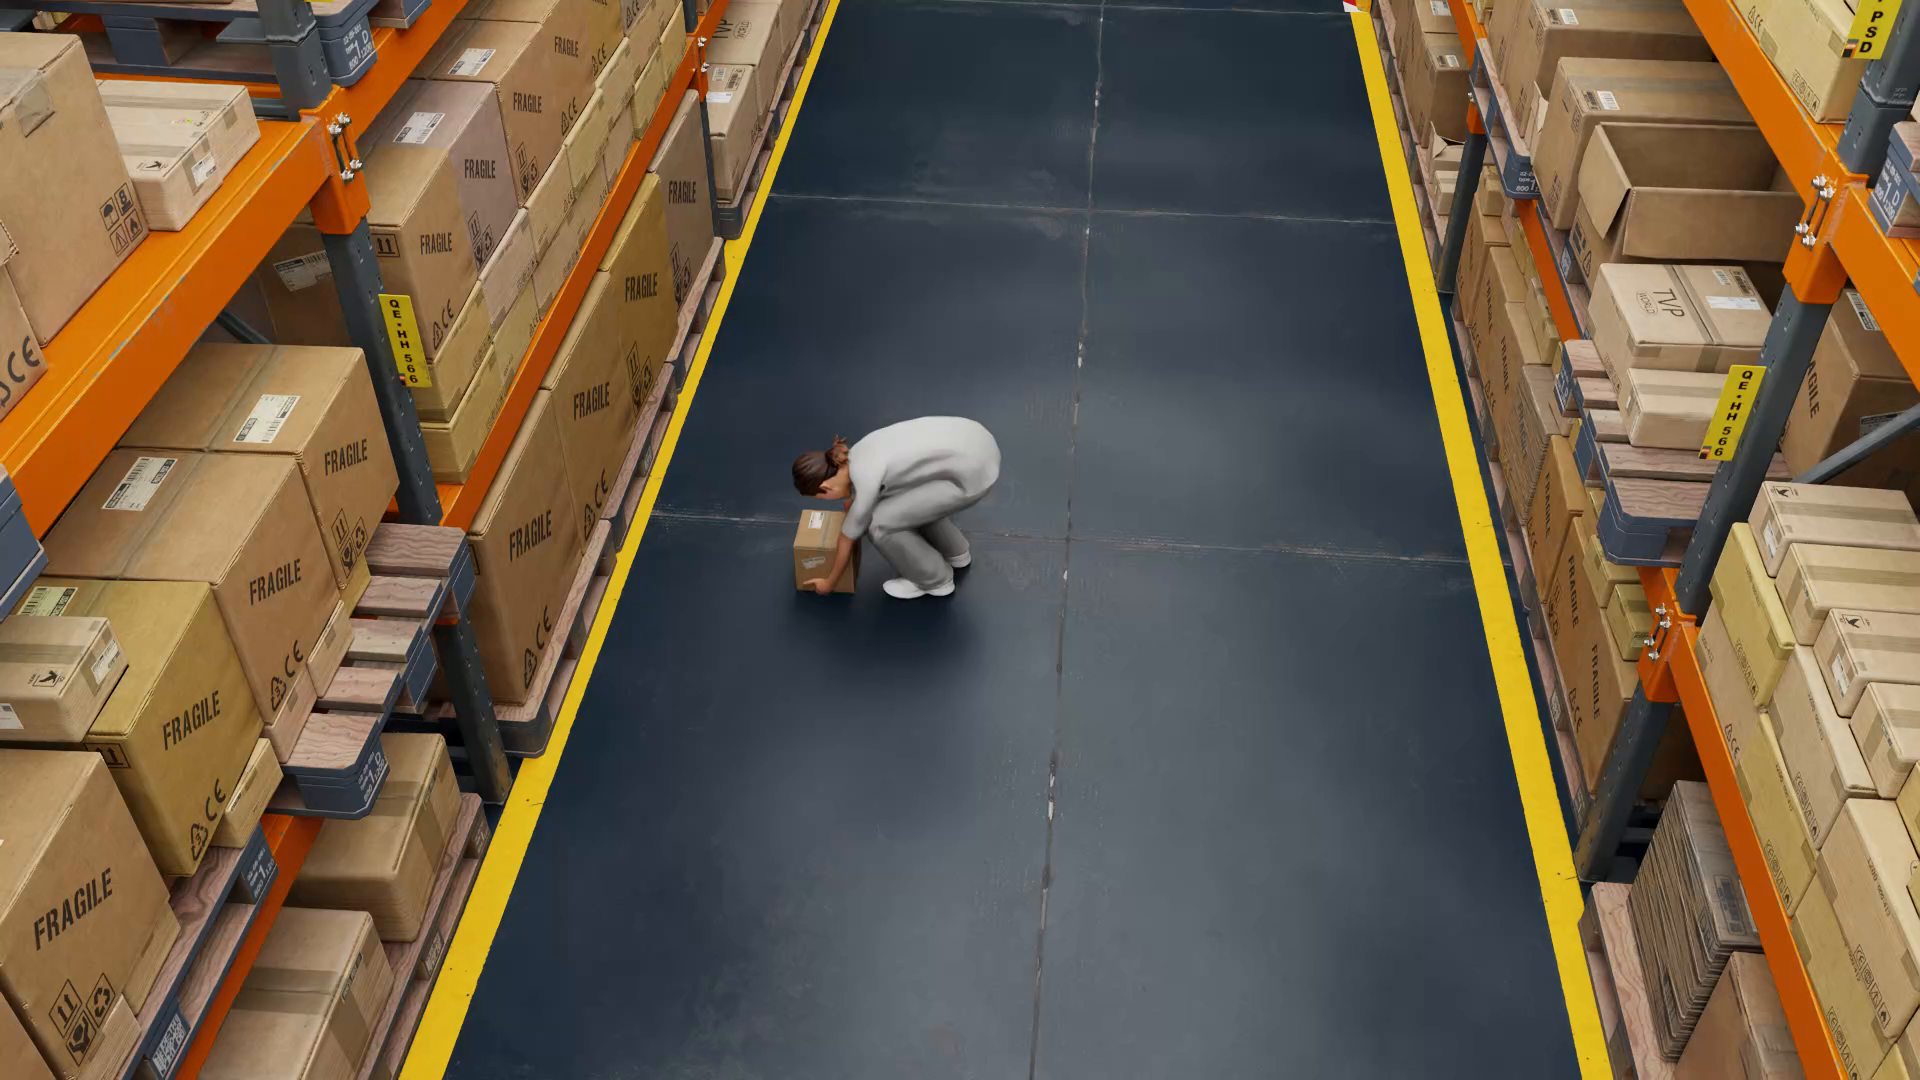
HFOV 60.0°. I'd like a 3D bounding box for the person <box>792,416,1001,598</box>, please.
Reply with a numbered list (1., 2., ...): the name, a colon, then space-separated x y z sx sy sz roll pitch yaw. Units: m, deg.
1. person: -0.264 -0.142 7.016 0.861 0.819 0.464 2 40 2
